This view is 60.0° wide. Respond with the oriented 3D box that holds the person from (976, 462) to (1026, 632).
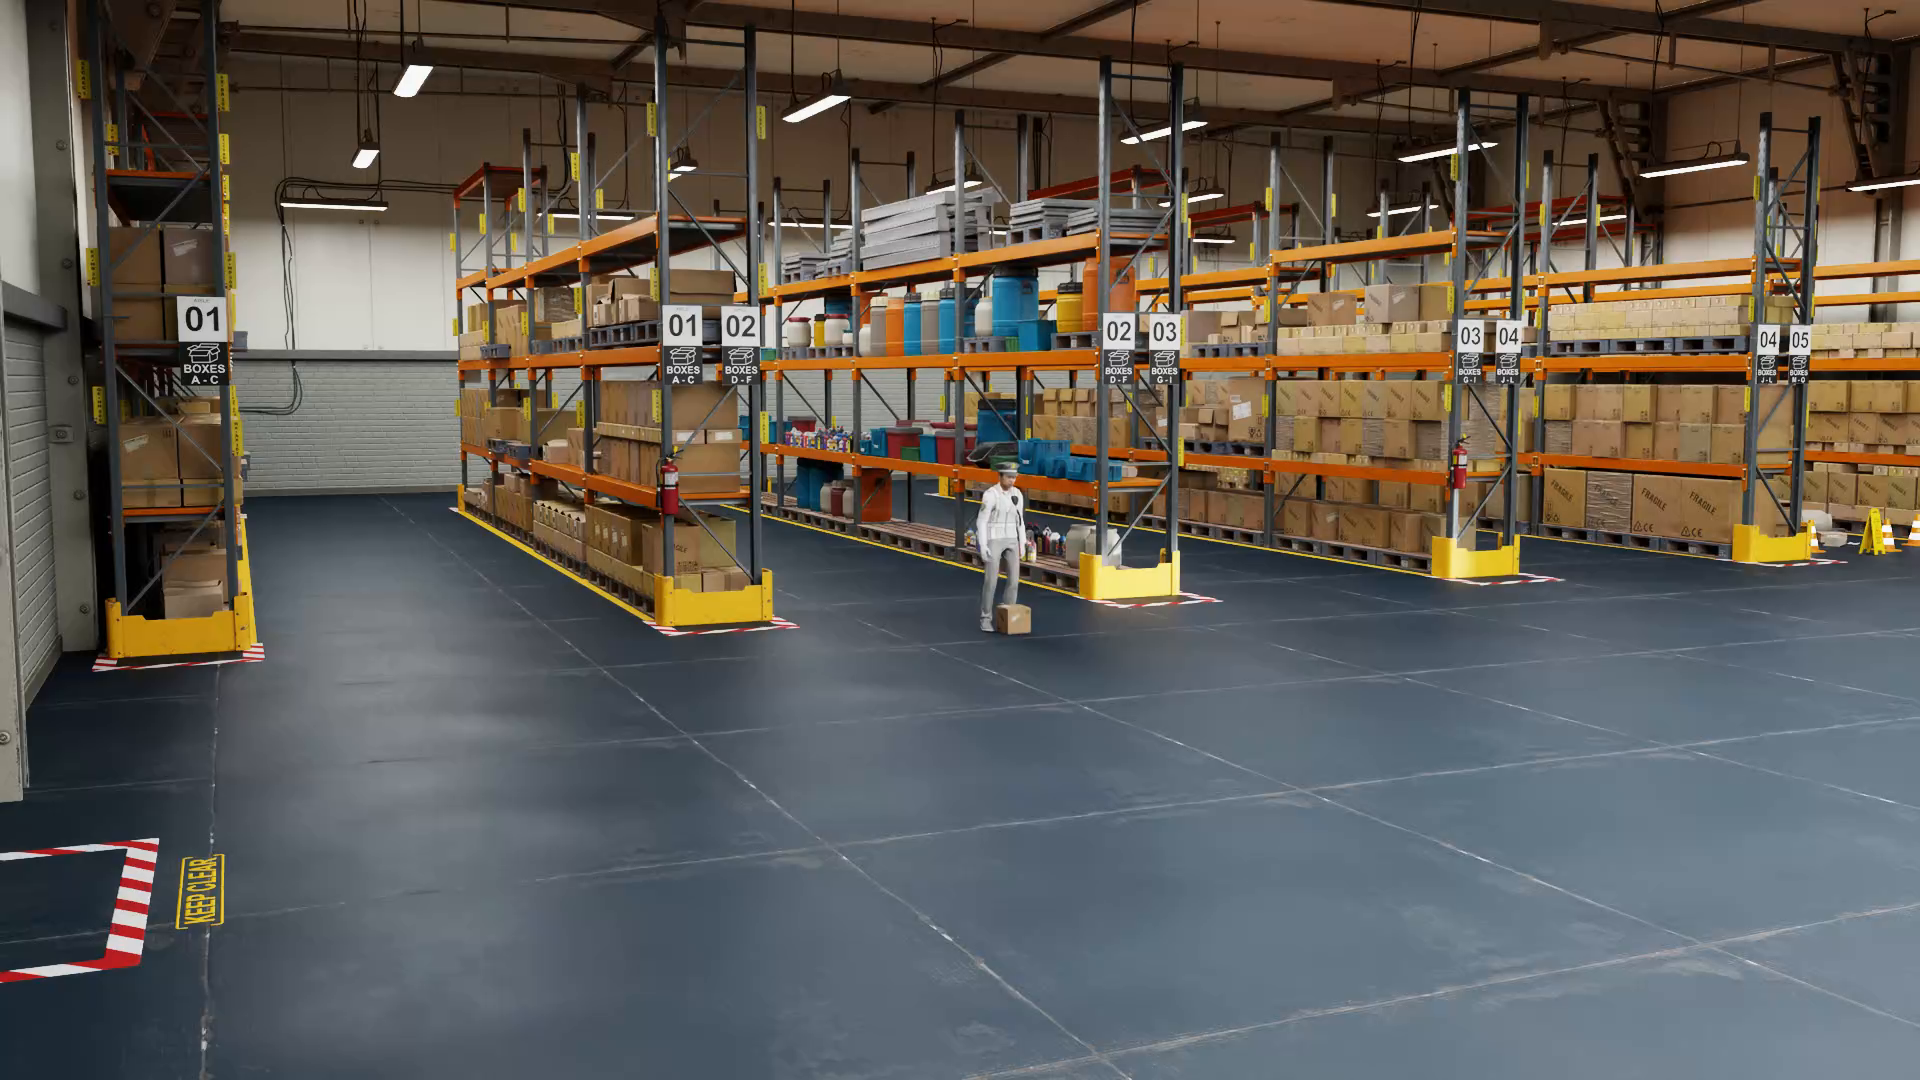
[{"bbox_3d":[0.429,0.058,16.402,0.529,1.659,0.414,-3,6,-26],"label":"person"}]
